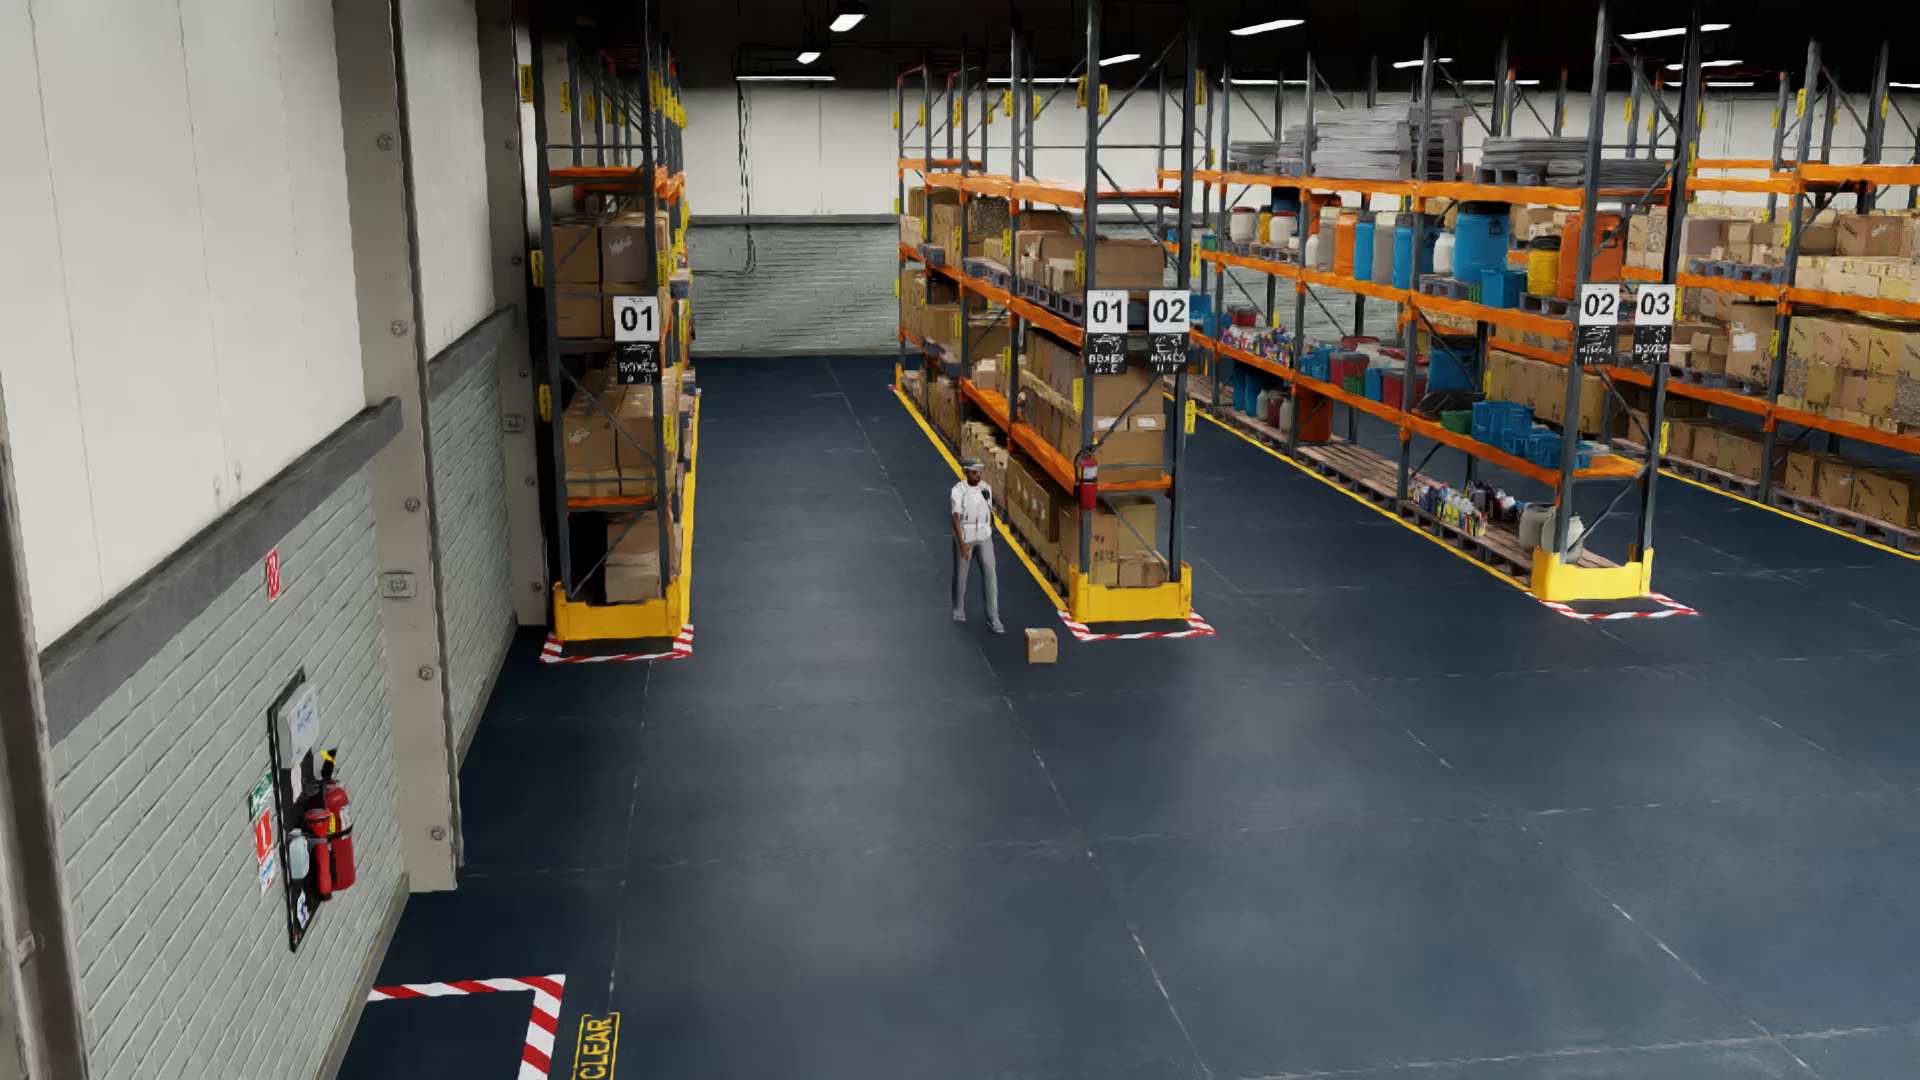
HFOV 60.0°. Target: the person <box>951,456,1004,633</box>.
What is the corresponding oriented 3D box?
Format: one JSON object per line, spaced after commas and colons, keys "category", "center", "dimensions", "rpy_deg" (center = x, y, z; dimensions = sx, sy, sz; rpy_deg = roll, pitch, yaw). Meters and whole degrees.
{"category": "person", "center": [0.132, 0.007, 15.884], "dimensions": [0.451, 1.653, 0.792], "rpy_deg": [-4, 14, -17]}
